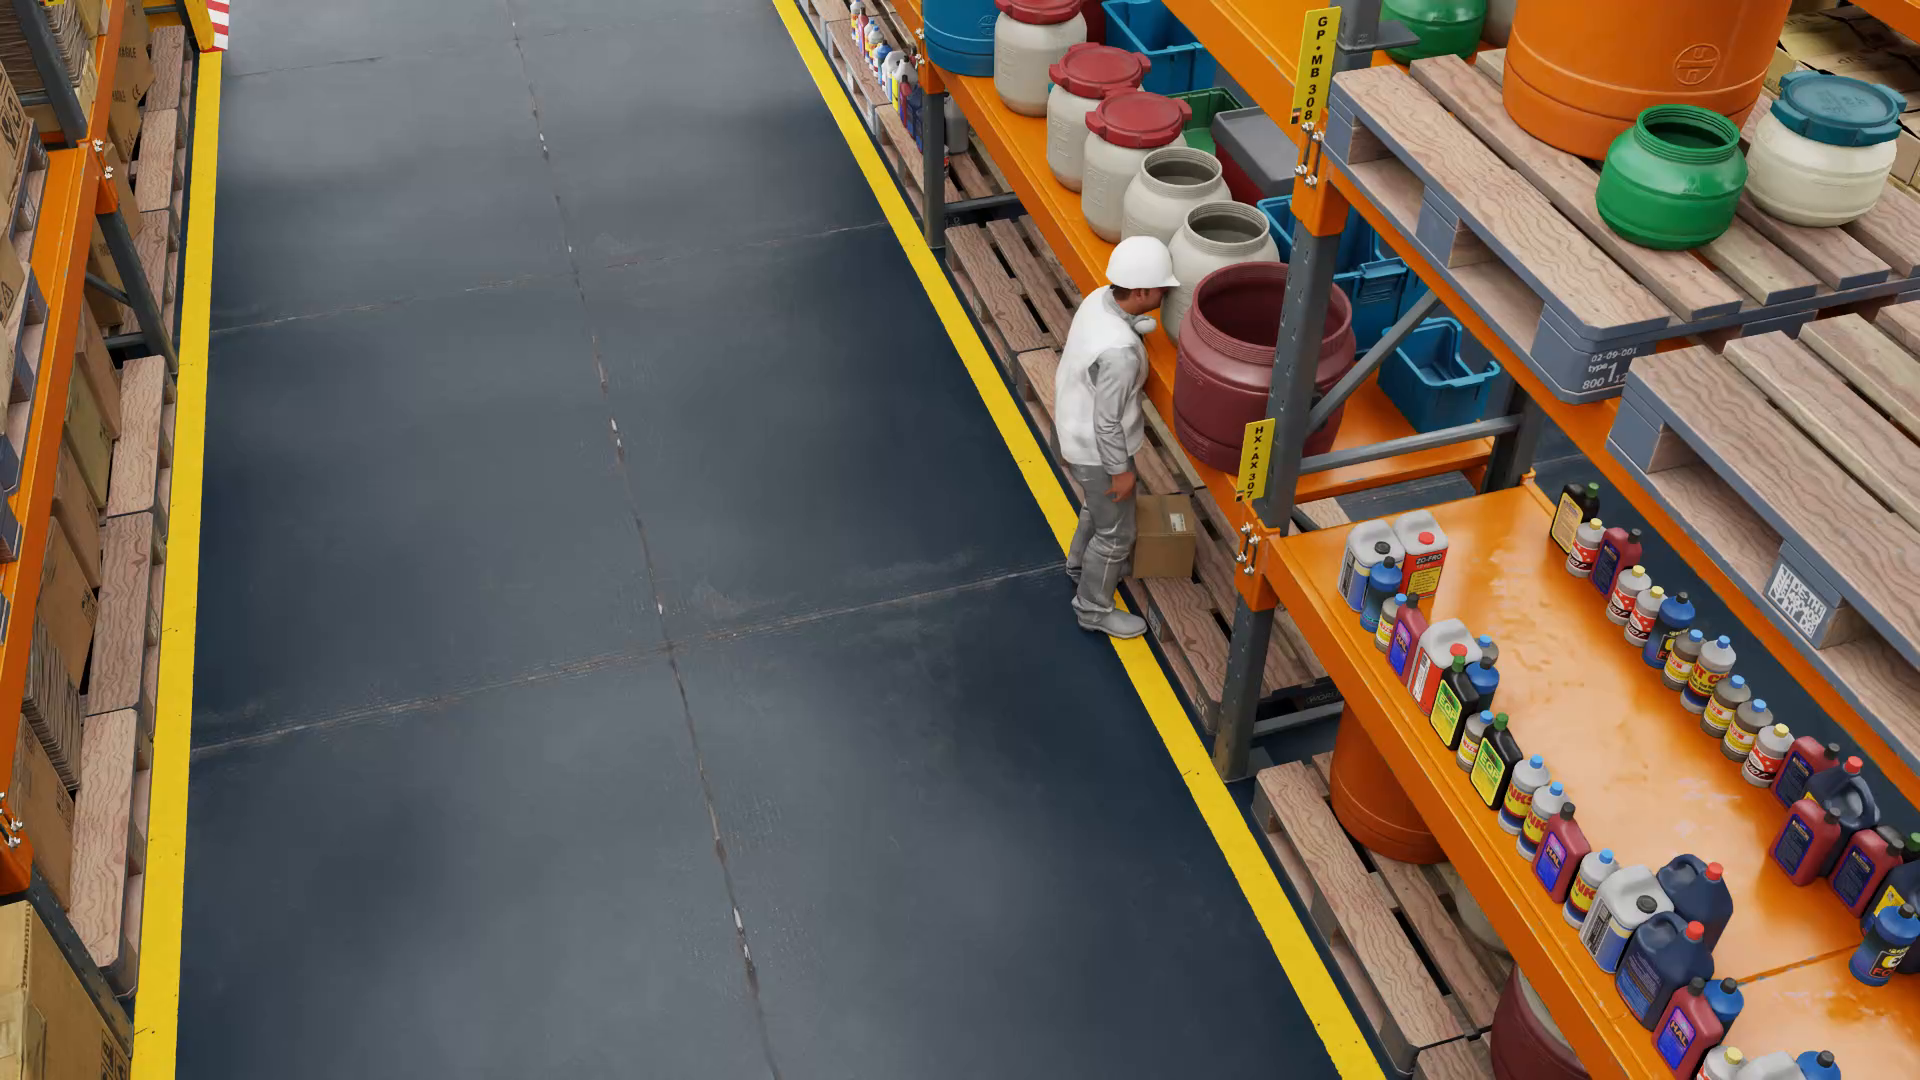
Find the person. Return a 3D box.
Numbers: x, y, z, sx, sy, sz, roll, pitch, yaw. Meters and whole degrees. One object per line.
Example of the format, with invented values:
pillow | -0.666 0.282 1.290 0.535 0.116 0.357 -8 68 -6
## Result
person | 0.601 -0.418 6.605 0.463 1.771 0.580 0 42 0
